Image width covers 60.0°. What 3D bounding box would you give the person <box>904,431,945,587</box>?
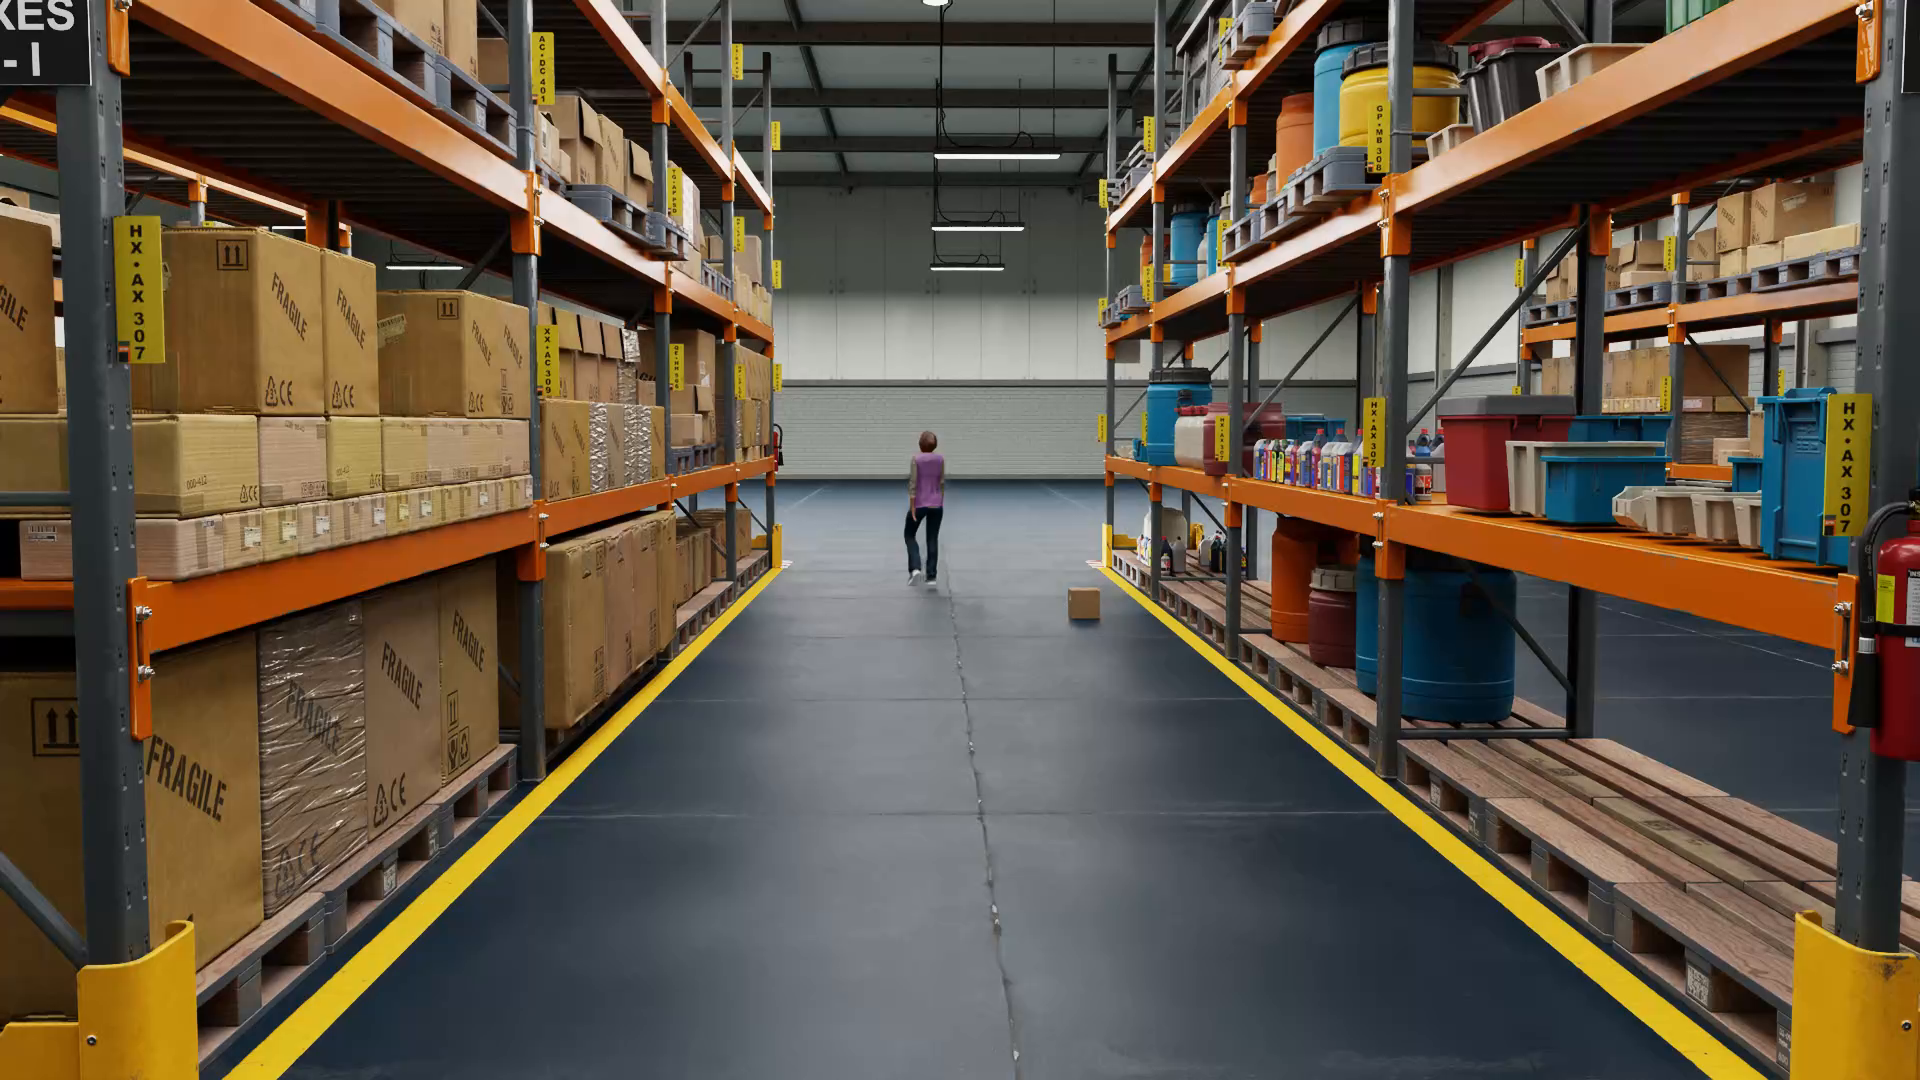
[{"bbox_3d":[-0.353,-0.309,17.109,0.426,1.629,0.468,-1,4,-18],"label":"person"}]
